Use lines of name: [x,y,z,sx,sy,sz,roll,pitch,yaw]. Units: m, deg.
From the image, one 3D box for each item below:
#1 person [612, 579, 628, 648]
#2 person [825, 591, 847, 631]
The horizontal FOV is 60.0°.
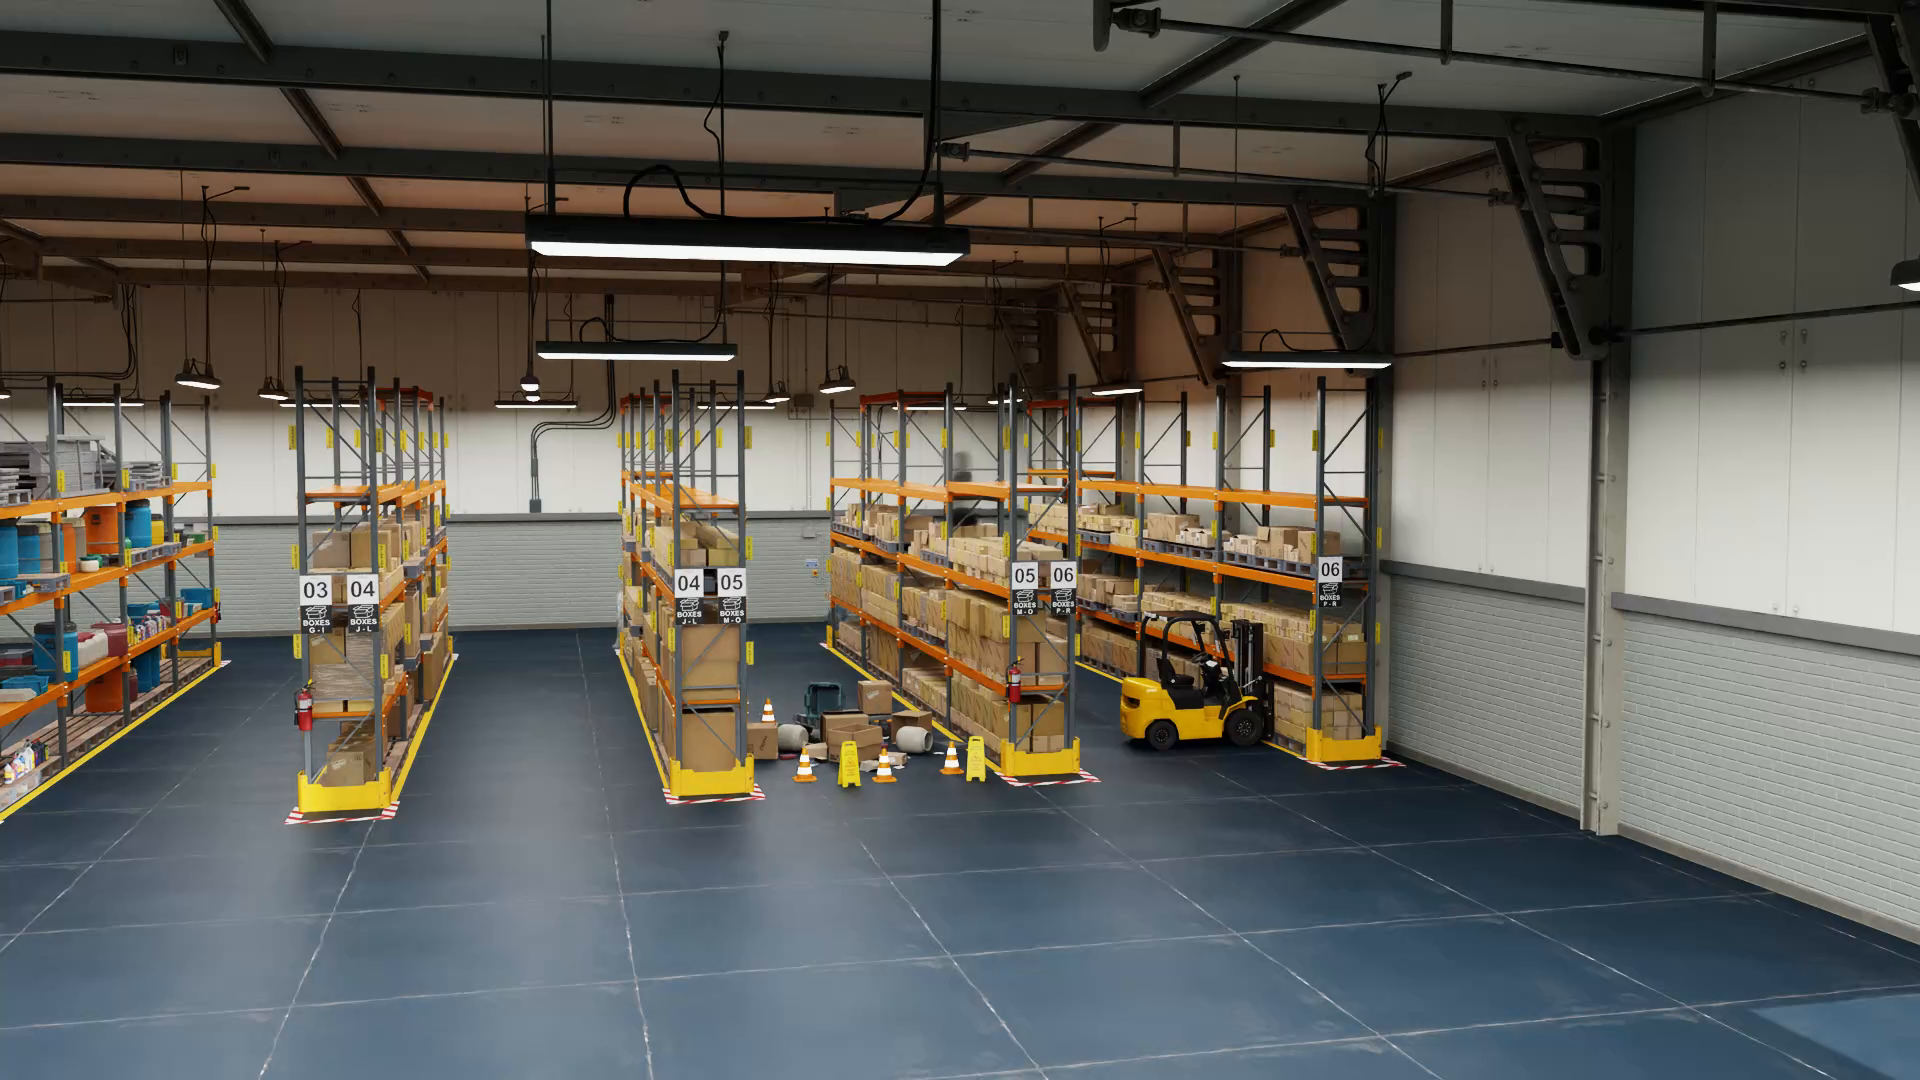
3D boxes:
person: [-8.128,1.781,40.417,0.593,1.665,0.739,2,4,35]
person: [-3.072,1.627,41.891,0.721,1.800,0.672,-2,4,-24]
